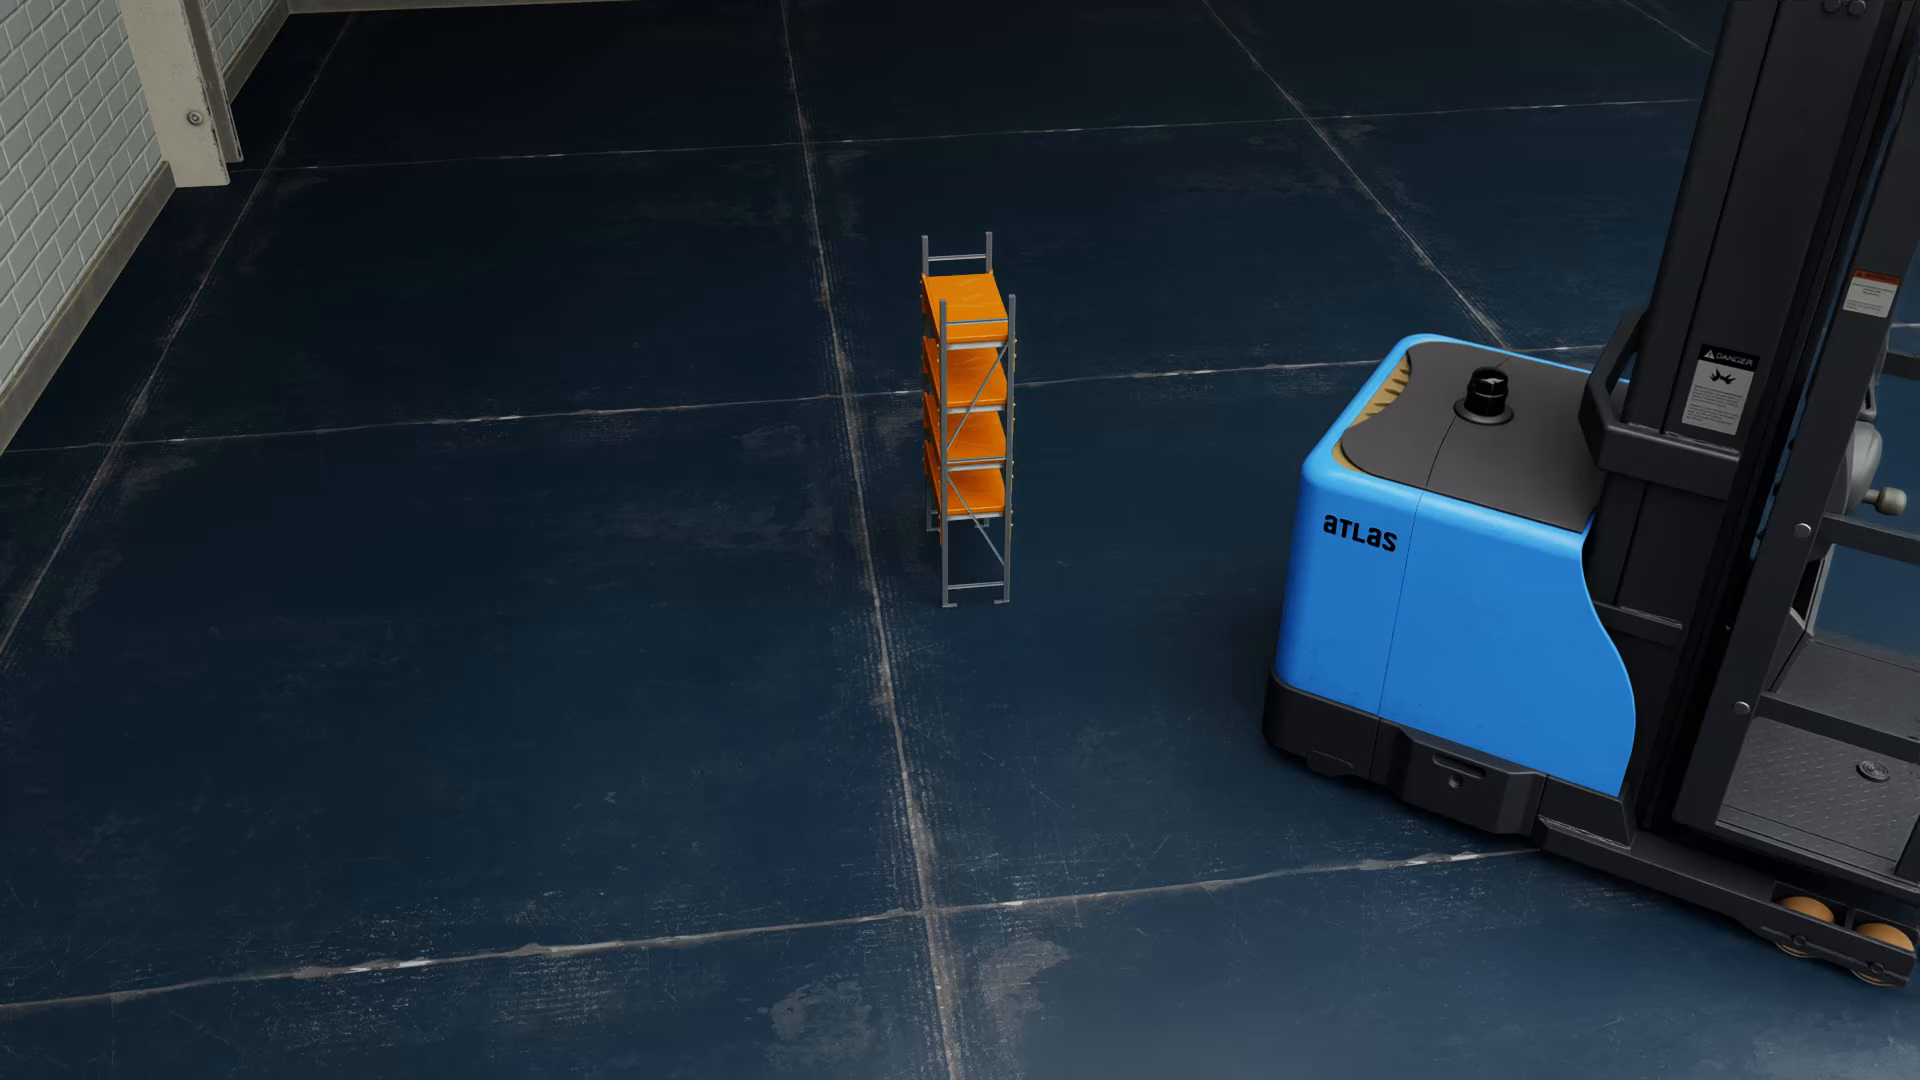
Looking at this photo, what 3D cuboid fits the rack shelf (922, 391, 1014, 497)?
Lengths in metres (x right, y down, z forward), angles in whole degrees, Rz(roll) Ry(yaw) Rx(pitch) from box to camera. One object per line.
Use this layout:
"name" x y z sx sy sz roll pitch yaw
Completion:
"rack shelf" 0.022 -0.348 5.814 0.258 0.148 0.480 -4 35 -6

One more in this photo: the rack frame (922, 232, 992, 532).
"rack frame" -0.011 -0.540 5.976 0.240 1.200 0.015 -4 35 -6

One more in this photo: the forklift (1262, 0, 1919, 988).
"forklift" 2.485 -0.354 4.167 3.031 2.935 1.130 18 38 25

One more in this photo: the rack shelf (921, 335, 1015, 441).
"rack shelf" 0.022 -0.533 5.688 0.258 0.148 0.480 -4 35 -6

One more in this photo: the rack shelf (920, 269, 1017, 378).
"rack shelf" 0.022 -0.728 5.555 0.258 0.148 0.480 -4 35 -6

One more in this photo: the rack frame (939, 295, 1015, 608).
"rack frame" 0.055 -0.267 5.577 0.240 1.200 0.015 -4 35 -6

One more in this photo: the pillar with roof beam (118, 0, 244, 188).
"pillar with roof beam" 0.079 -6.088 7.193 9.100 9.000 0.400 -4 35 -6

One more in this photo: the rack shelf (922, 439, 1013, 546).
"rack shelf" 0.022 -0.184 5.926 0.258 0.148 0.480 -4 35 -6

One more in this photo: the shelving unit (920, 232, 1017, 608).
"shelving unit" 0.022 -0.403 5.777 0.258 1.200 0.503 -4 35 -6
